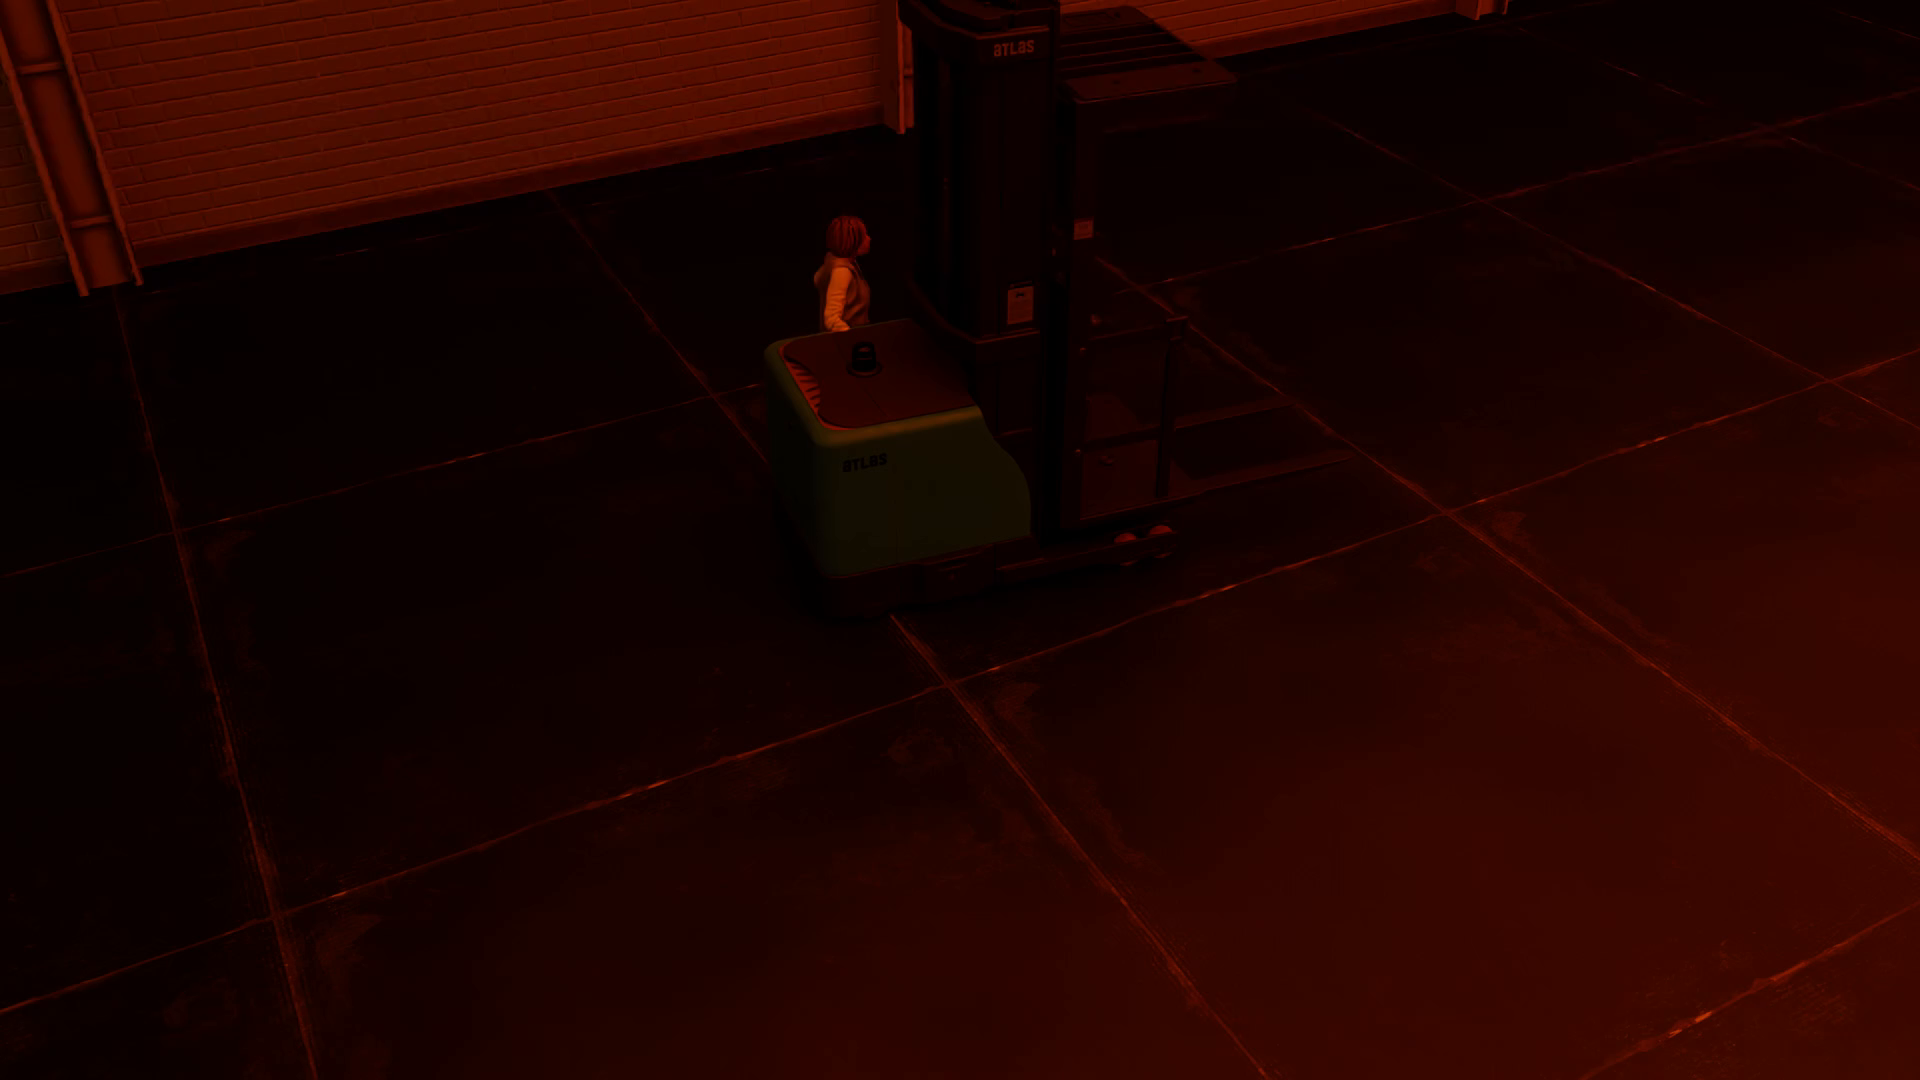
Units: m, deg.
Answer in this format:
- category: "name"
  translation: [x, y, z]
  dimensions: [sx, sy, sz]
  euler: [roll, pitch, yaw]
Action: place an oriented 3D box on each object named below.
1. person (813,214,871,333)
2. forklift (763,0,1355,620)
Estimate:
- category: "person"
  translation: [-0.440, -0.988, 8.755]
  dimensions: [0.651, 1.531, 0.794]
  euler: [-2, 35, -2]
- category: "forklift"
  translation: [0.587, -1.338, 8.015]
  dimensions: [3.031, 2.935, 1.130]
  euler: [-12, 37, -17]
